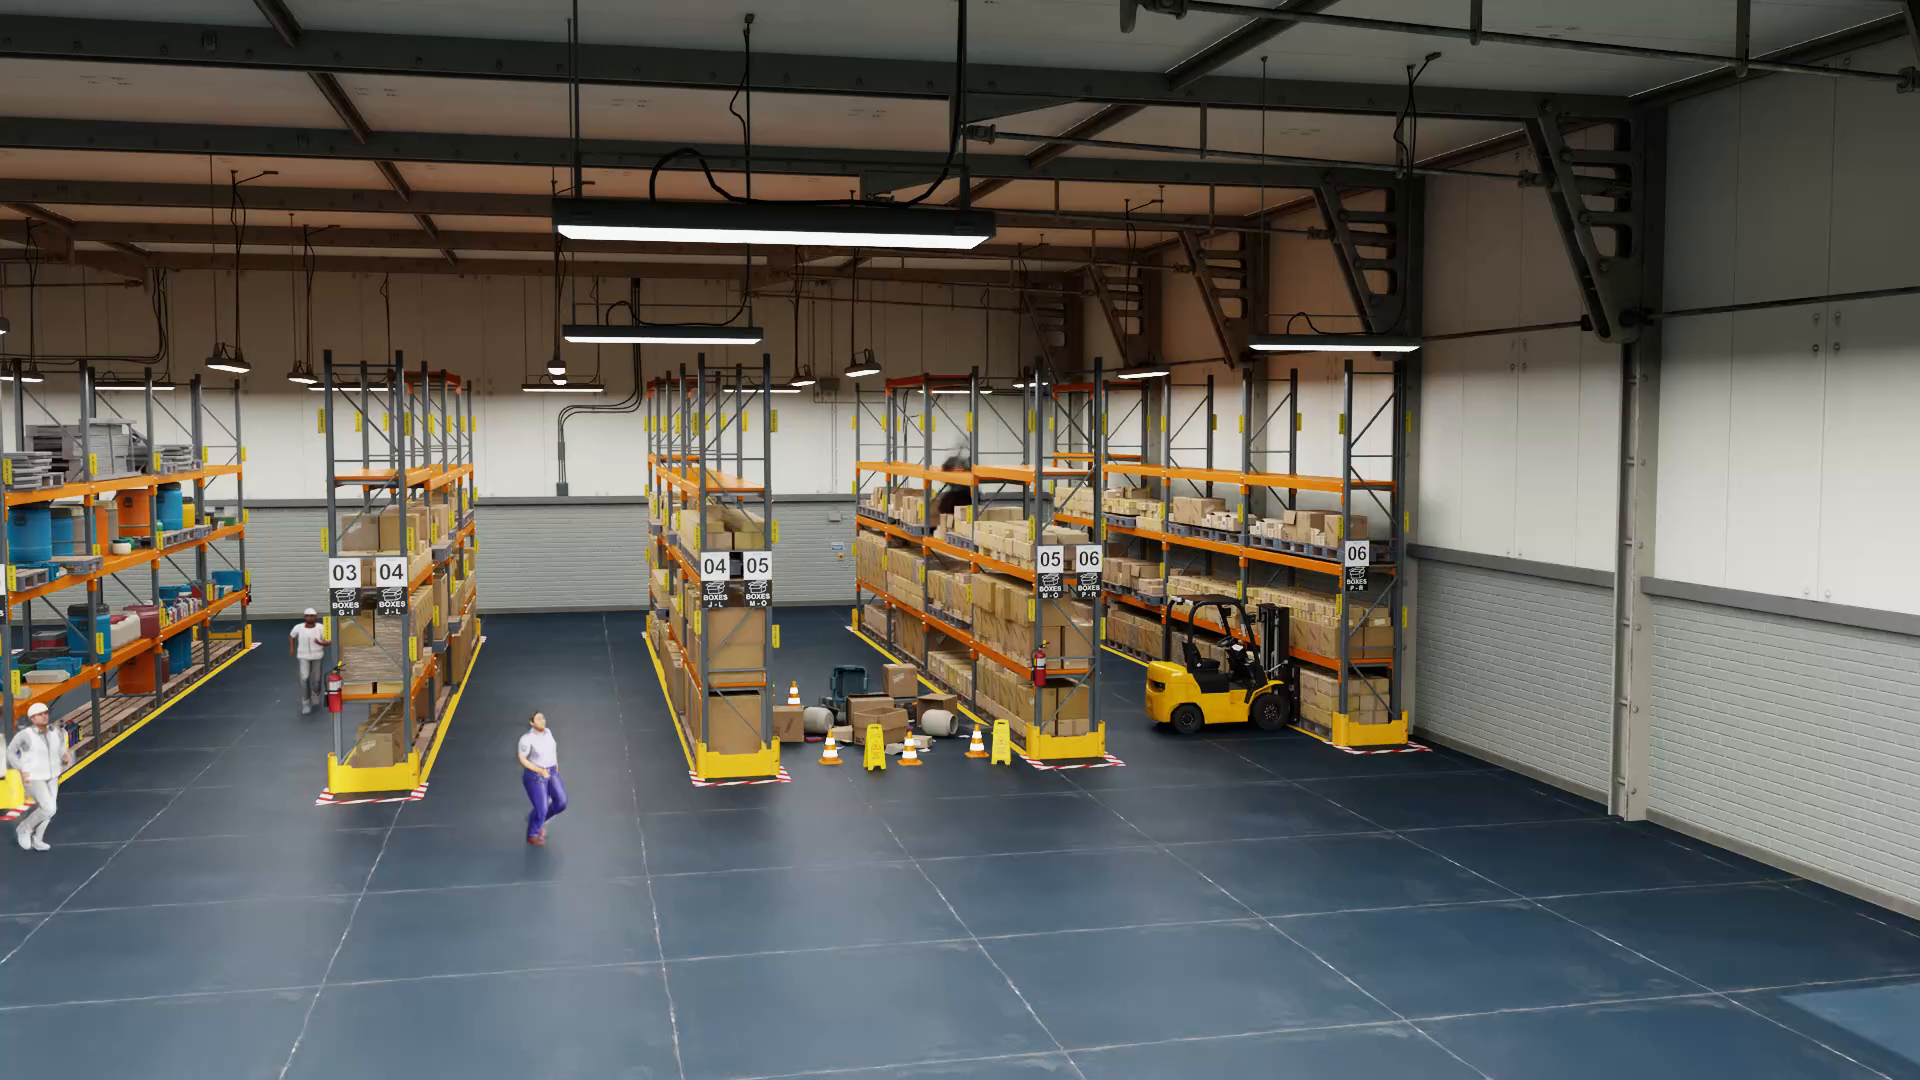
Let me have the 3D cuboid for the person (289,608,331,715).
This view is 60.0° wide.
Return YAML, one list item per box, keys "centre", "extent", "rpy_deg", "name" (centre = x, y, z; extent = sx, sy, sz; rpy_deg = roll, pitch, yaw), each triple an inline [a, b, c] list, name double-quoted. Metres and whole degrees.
- centre: [-11.339, 2.082, 29.045]
  extent: [0.682, 1.803, 0.879]
  rpy_deg: [-2, 4, -22]
  name: "person"

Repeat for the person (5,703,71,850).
- centre: [-10.724, 2.774, 19.500]
  extent: [0.584, 1.741, 0.645]
  rpy_deg: [2, 4, 22]
  name: "person"

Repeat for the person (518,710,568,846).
- centre: [-4.962, 2.827, 19.808]
  extent: [0.508, 1.609, 0.616]
  rpy_deg: [2, 5, 31]
  name: "person"
